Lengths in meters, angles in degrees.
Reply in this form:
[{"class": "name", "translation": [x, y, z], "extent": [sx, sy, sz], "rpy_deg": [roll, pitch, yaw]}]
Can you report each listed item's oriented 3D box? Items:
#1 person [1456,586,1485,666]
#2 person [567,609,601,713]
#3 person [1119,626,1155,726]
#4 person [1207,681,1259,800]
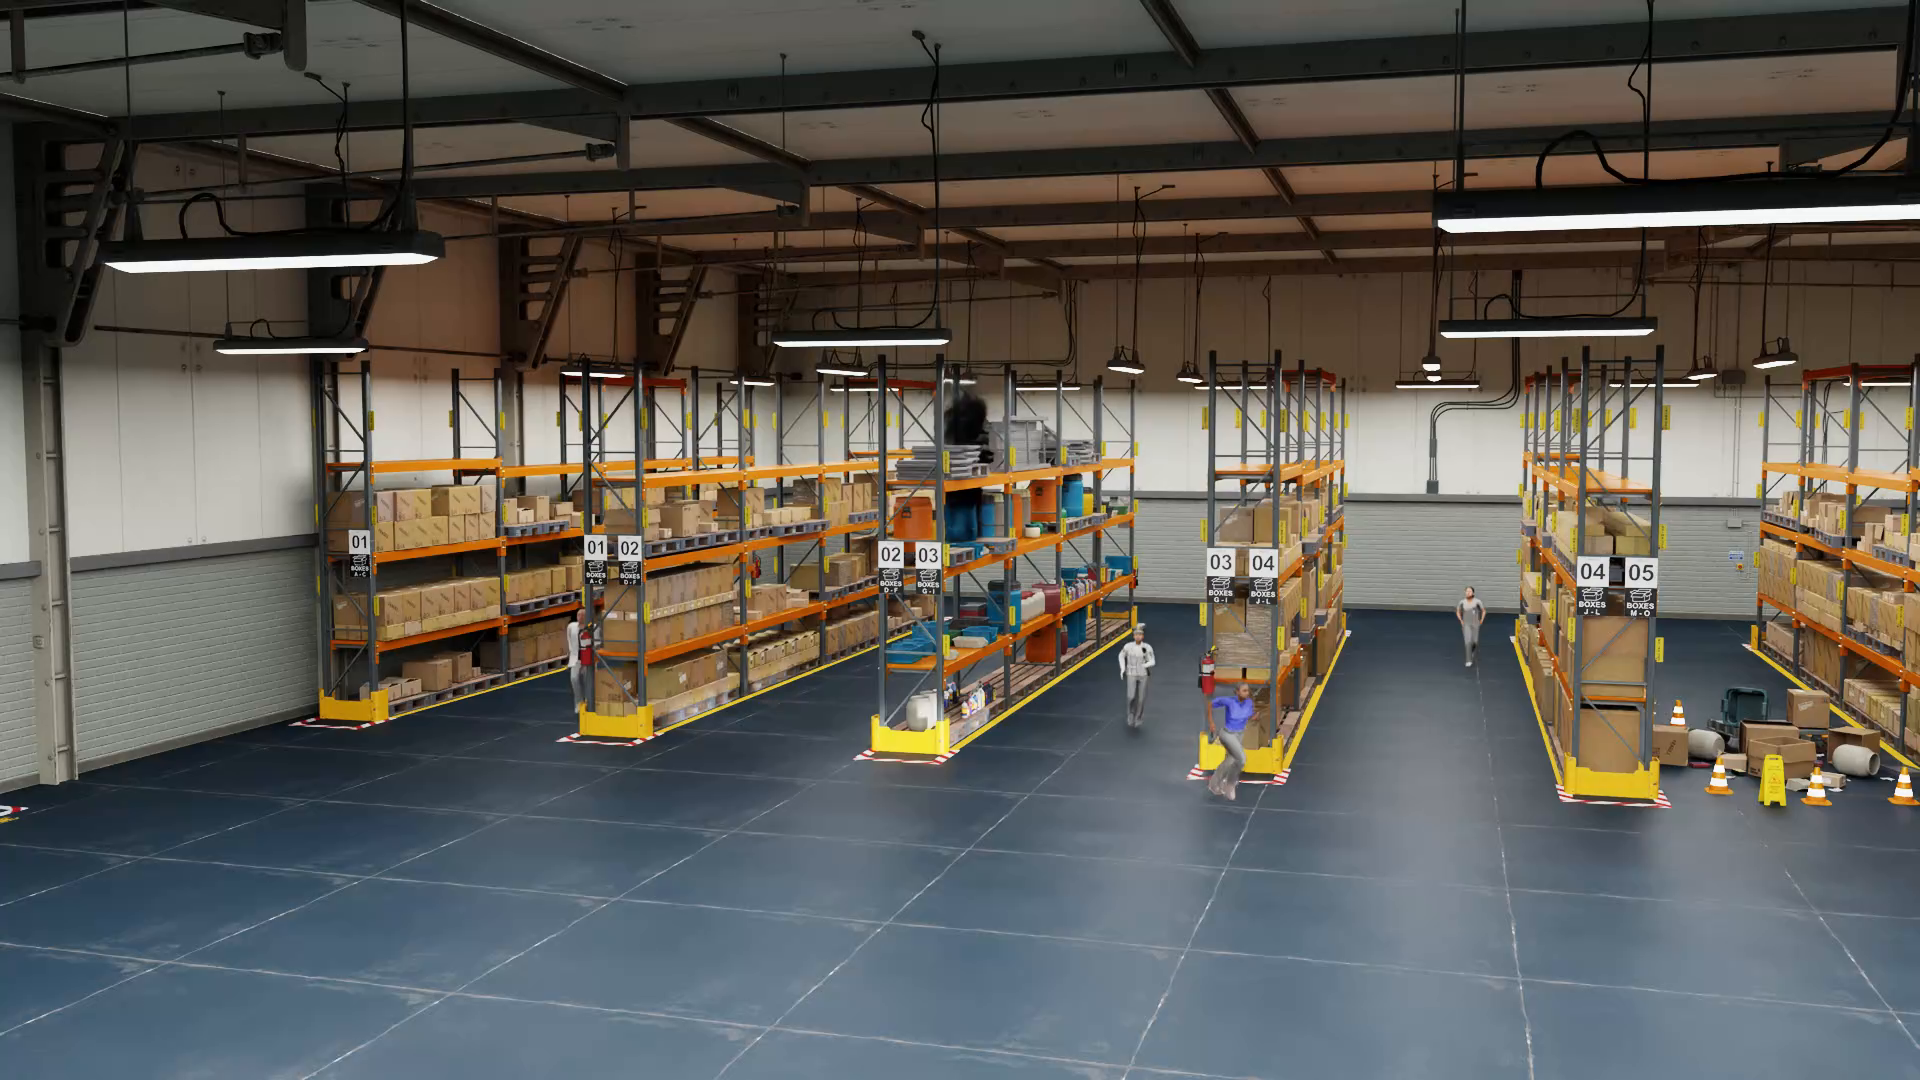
[{"class": "person", "translation": [10.444, 1.764, 34.034], "extent": [0.571, 1.633, 0.535], "rpy_deg": [2, 4, 20]}, {"class": "person", "translation": [-6.513, 2.081, 28.756], "extent": [0.613, 1.814, 0.909], "rpy_deg": [0, 4, -4]}, {"class": "person", "translation": [2.880, 2.225, 27.077], "extent": [0.593, 1.655, 0.616], "rpy_deg": [0, 4, 6]}, {"class": "person", "translation": [3.579, 2.631, 21.913], "extent": [0.565, 1.573, 0.871], "rpy_deg": [-3, 5, -36]}]
